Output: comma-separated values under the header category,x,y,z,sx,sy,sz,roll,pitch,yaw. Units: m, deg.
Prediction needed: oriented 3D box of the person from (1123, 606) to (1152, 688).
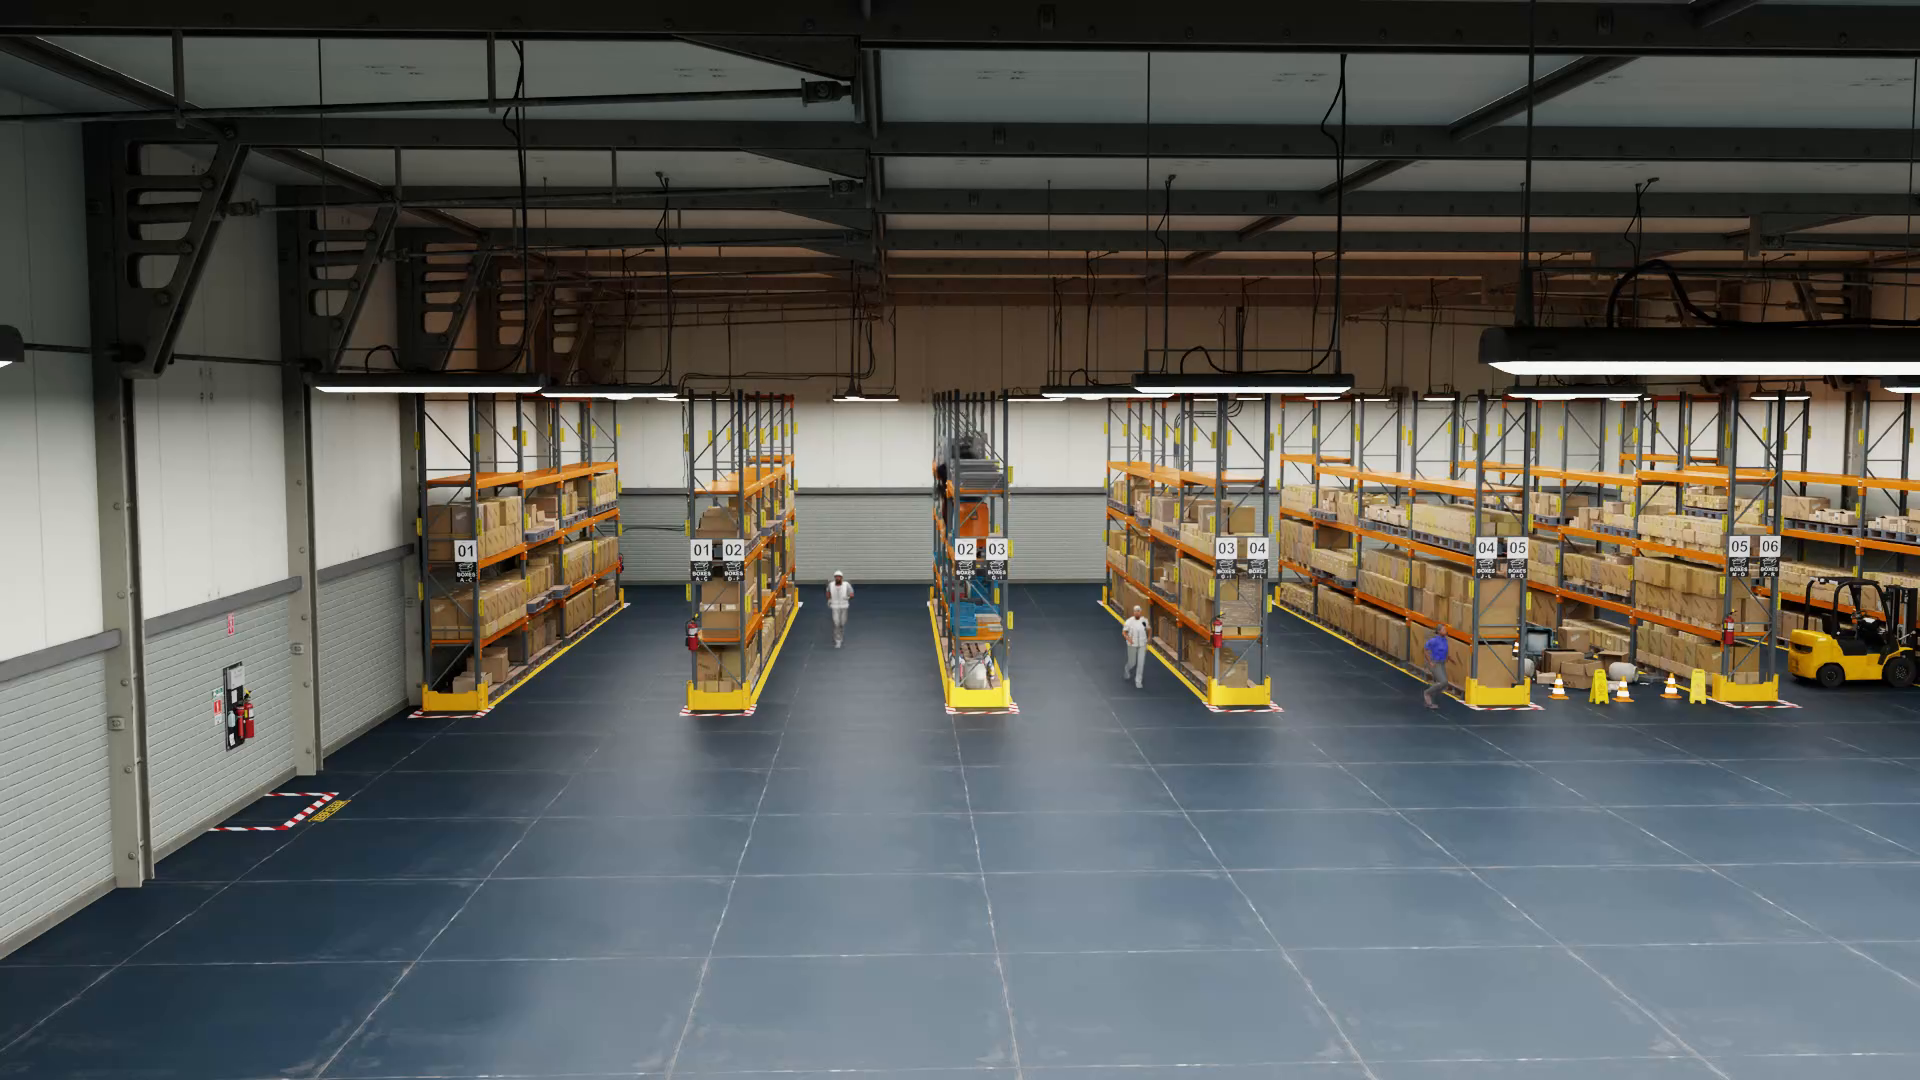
category,x,y,z,sx,sy,sz,roll,pitch,yaw
person,3.617,2.152,33.906,0.613,1.655,0.753,0,5,-2

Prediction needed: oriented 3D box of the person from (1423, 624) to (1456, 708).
category,x,y,z,sx,sy,sz,roll,pitch,yaw
person,9.037,2.378,31.308,0.559,1.593,0.546,-4,6,-39

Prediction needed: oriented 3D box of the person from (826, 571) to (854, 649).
category,x,y,z,sx,sy,sz,roll,pitch,yaw
person,-2.831,1.620,39.361,0.665,1.796,0.925,0,5,-5
